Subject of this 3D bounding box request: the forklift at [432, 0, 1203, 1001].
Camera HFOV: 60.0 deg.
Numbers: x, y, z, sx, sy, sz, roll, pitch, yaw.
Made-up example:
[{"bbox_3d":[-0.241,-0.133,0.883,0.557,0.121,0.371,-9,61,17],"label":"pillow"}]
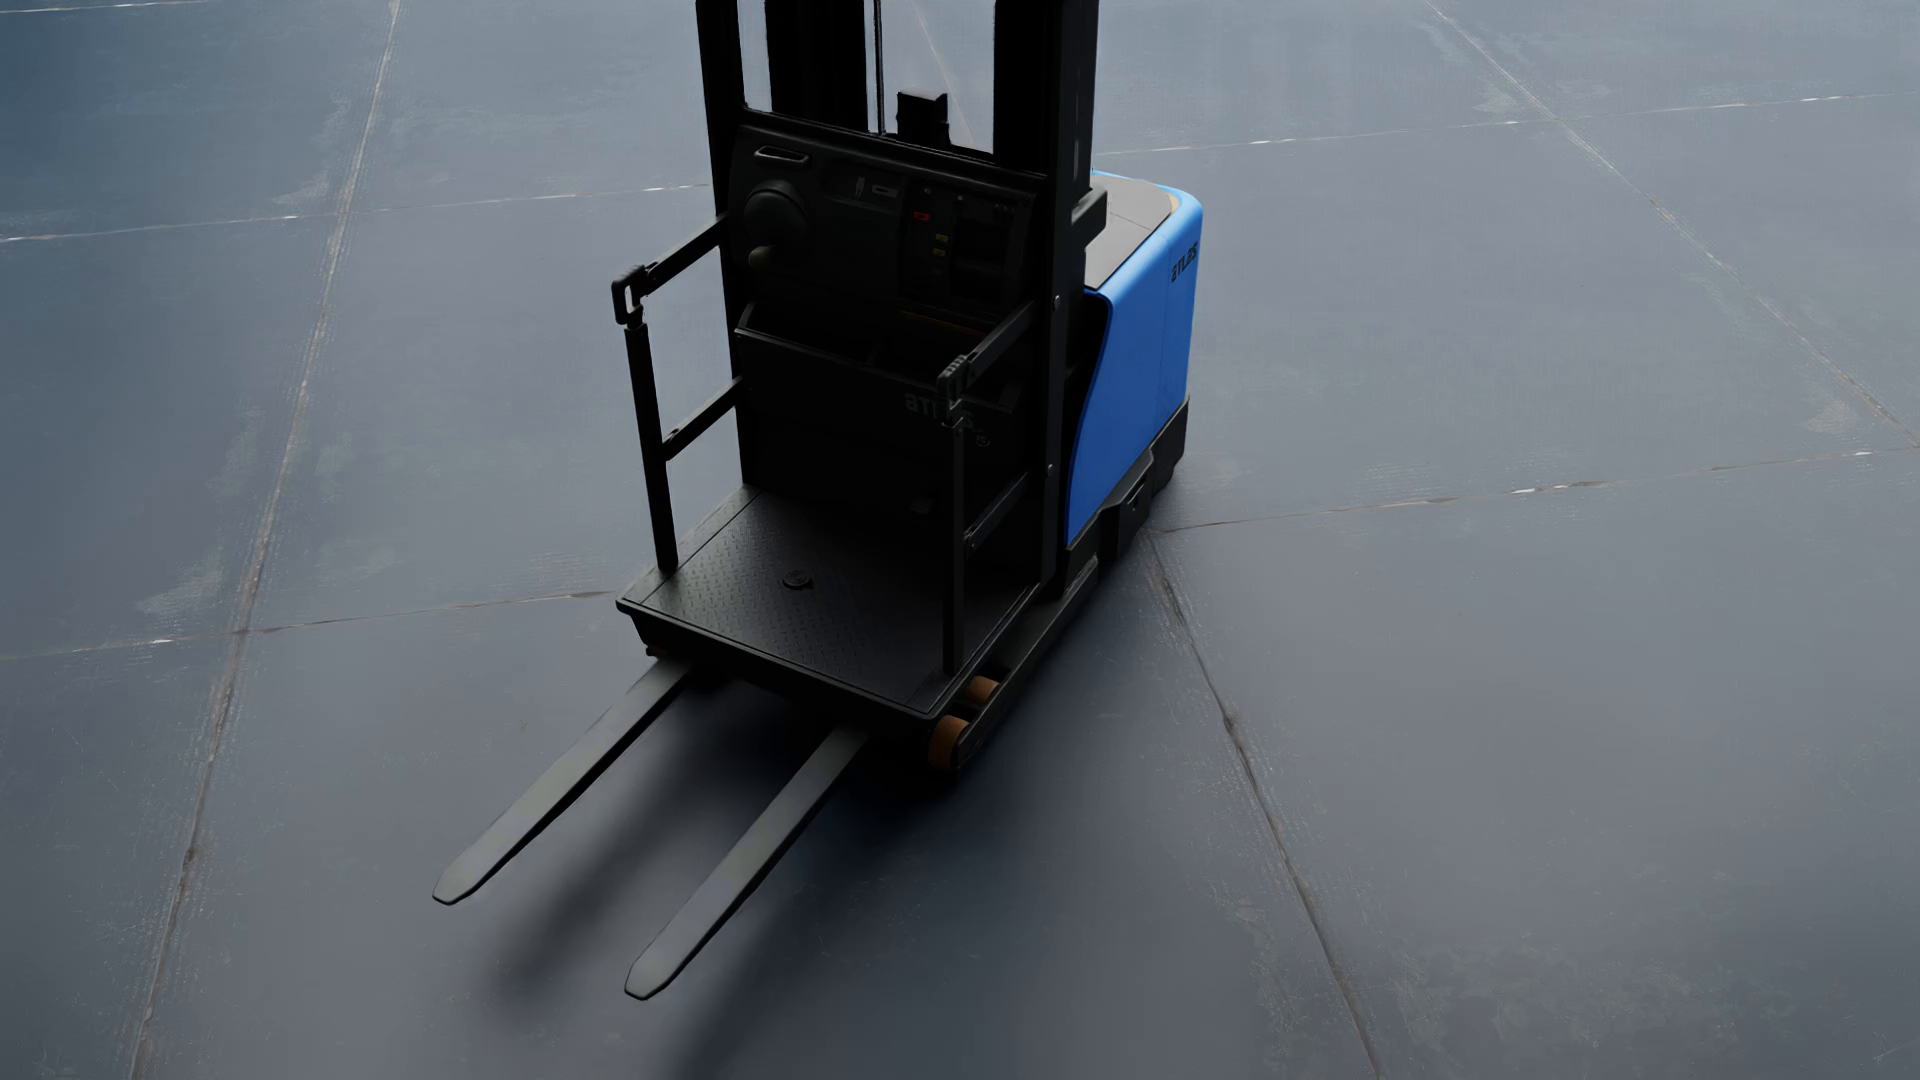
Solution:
[{"bbox_3d":[-0.329,-0.795,4.385,1.130,2.935,3.031,18,41,22],"label":"forklift"}]
